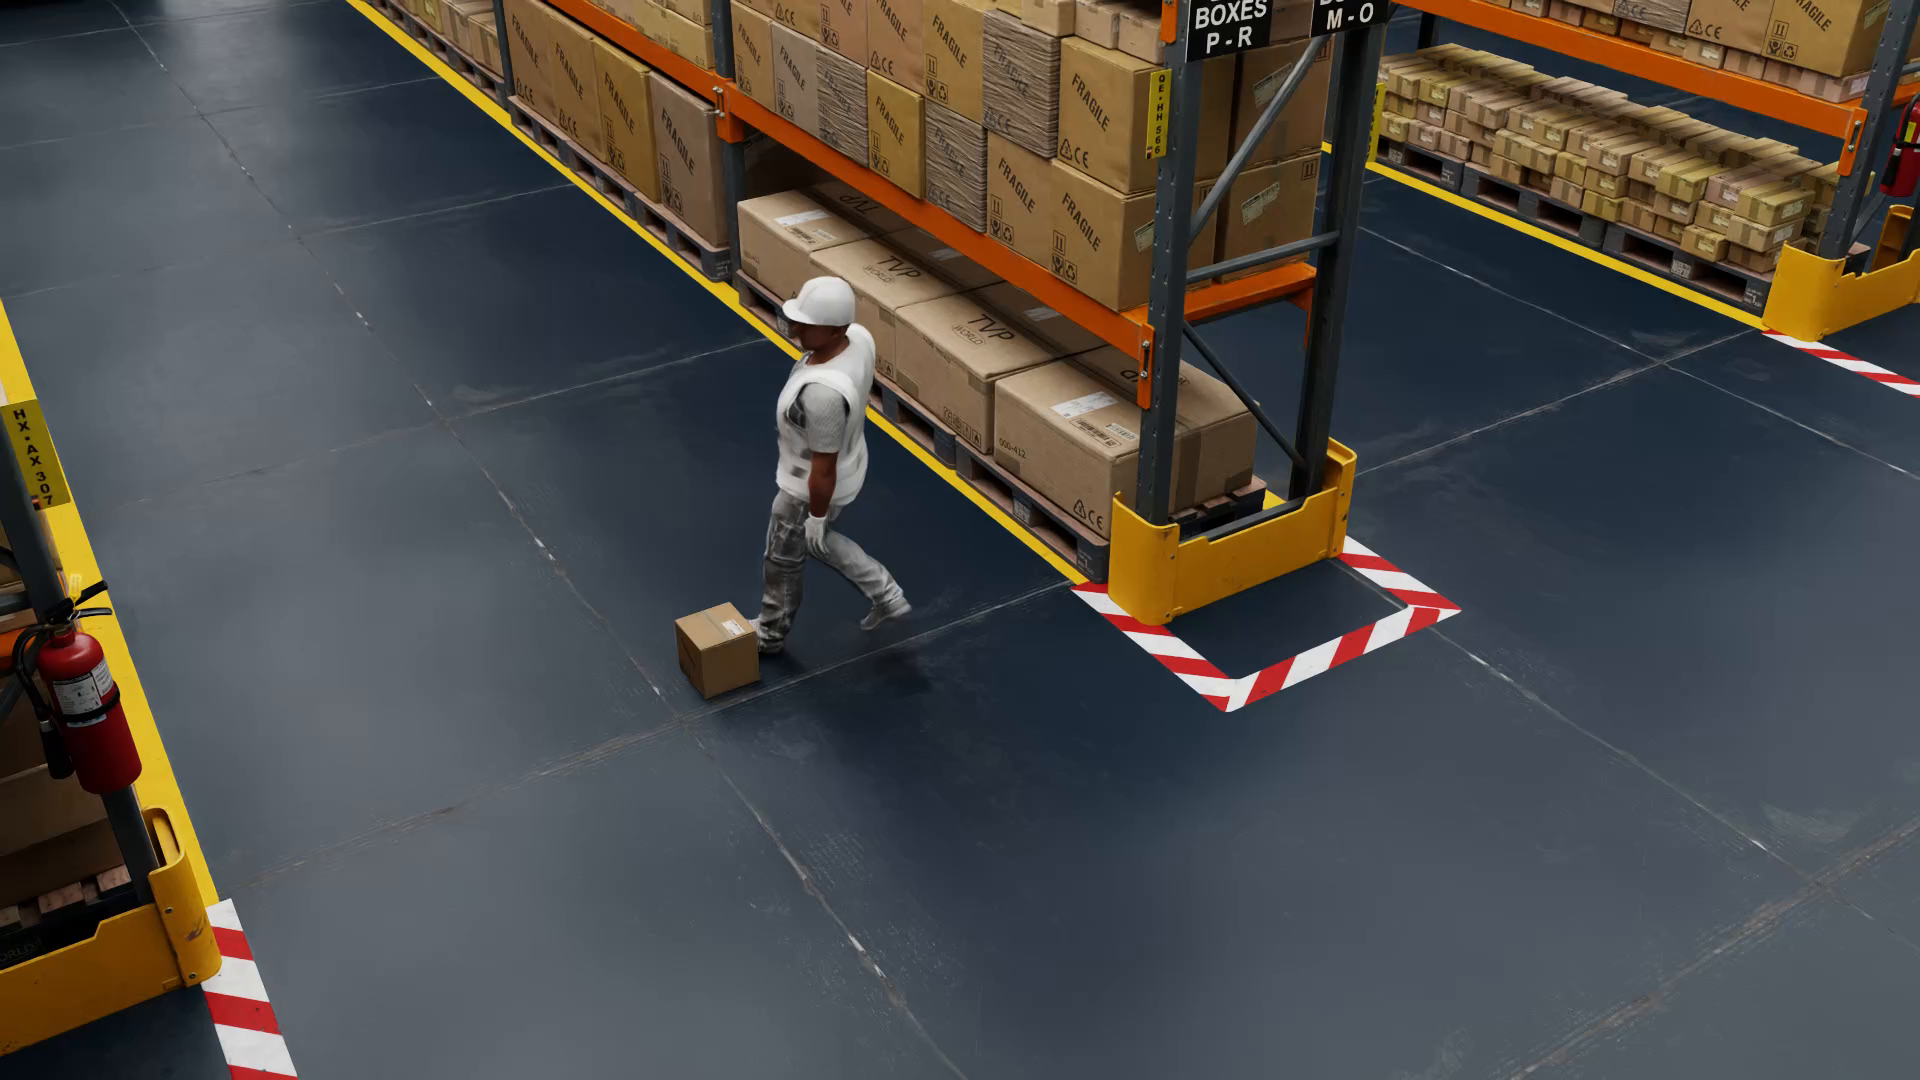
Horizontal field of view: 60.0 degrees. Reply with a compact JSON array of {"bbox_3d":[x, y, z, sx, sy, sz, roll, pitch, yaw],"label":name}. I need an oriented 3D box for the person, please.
[{"bbox_3d":[-0.625,-0.265,6.564,0.864,1.748,0.643,6,33,10],"label":"person"}]
